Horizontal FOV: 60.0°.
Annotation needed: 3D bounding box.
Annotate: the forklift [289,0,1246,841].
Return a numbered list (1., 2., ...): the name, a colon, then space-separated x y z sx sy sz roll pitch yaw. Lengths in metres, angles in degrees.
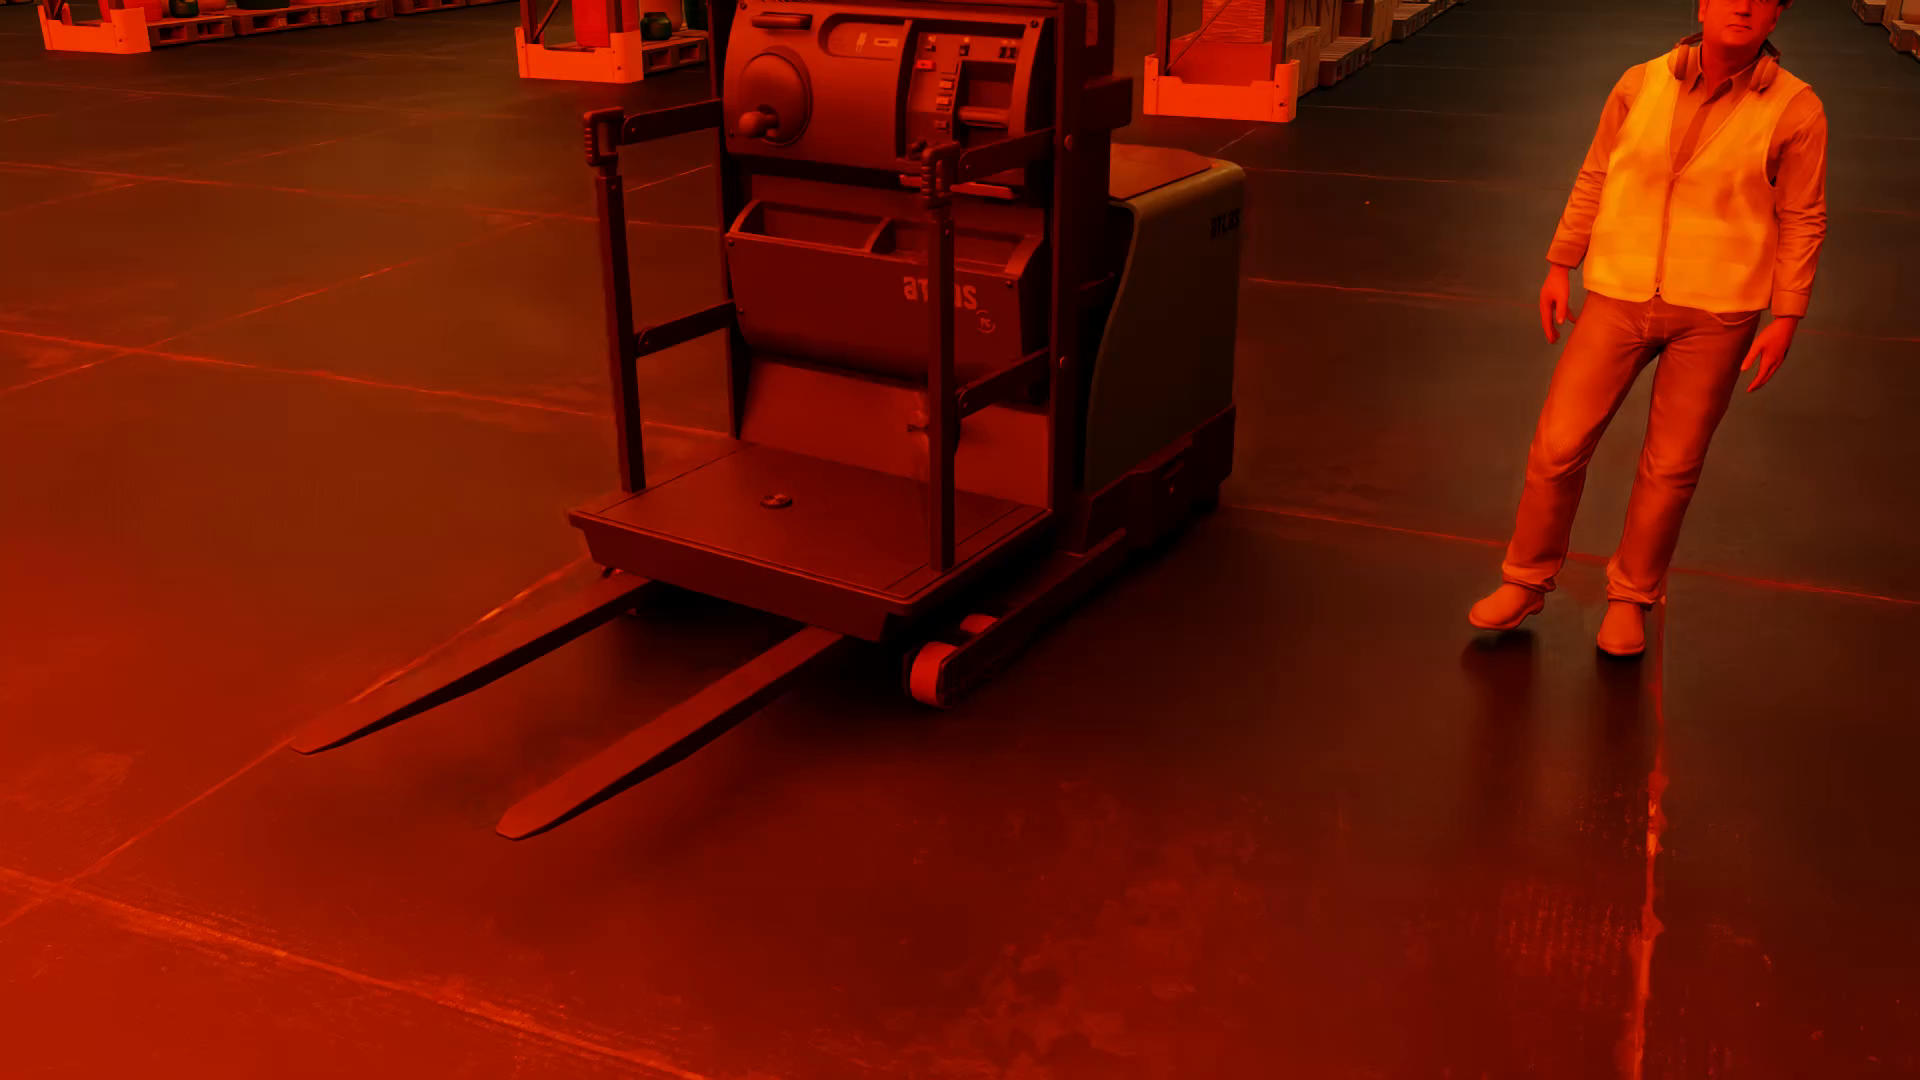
1. forklift: -0.321 -1.141 4.022 1.130 2.935 3.031 14 26 29

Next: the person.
1. person: 1.743 -0.570 4.135 0.633 1.774 0.568 15 27 32
